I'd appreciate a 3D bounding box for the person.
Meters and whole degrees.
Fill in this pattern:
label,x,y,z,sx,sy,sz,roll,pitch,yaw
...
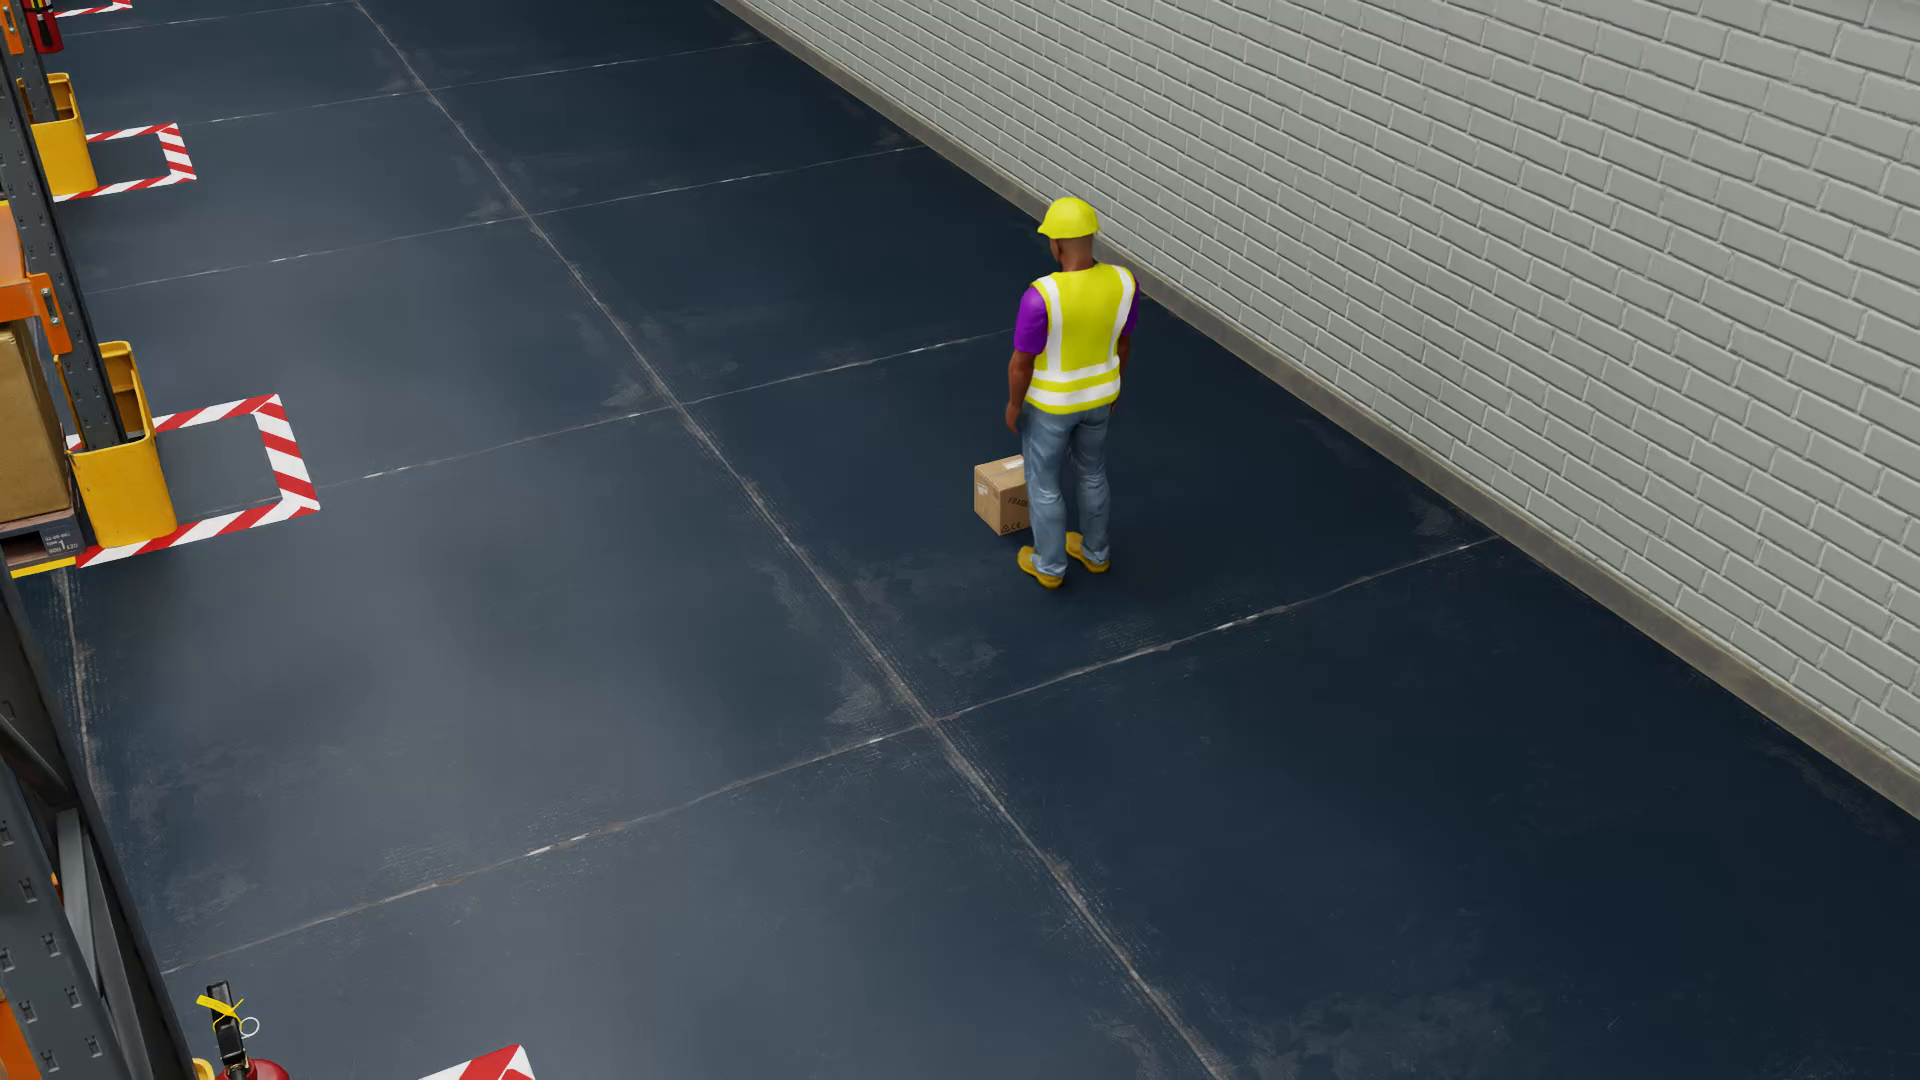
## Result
label,x,y,z,sx,sy,sz,roll,pitch,yaw
person,0.455,-0.611,7.066,0.566,1.761,0.366,-15,36,-22
